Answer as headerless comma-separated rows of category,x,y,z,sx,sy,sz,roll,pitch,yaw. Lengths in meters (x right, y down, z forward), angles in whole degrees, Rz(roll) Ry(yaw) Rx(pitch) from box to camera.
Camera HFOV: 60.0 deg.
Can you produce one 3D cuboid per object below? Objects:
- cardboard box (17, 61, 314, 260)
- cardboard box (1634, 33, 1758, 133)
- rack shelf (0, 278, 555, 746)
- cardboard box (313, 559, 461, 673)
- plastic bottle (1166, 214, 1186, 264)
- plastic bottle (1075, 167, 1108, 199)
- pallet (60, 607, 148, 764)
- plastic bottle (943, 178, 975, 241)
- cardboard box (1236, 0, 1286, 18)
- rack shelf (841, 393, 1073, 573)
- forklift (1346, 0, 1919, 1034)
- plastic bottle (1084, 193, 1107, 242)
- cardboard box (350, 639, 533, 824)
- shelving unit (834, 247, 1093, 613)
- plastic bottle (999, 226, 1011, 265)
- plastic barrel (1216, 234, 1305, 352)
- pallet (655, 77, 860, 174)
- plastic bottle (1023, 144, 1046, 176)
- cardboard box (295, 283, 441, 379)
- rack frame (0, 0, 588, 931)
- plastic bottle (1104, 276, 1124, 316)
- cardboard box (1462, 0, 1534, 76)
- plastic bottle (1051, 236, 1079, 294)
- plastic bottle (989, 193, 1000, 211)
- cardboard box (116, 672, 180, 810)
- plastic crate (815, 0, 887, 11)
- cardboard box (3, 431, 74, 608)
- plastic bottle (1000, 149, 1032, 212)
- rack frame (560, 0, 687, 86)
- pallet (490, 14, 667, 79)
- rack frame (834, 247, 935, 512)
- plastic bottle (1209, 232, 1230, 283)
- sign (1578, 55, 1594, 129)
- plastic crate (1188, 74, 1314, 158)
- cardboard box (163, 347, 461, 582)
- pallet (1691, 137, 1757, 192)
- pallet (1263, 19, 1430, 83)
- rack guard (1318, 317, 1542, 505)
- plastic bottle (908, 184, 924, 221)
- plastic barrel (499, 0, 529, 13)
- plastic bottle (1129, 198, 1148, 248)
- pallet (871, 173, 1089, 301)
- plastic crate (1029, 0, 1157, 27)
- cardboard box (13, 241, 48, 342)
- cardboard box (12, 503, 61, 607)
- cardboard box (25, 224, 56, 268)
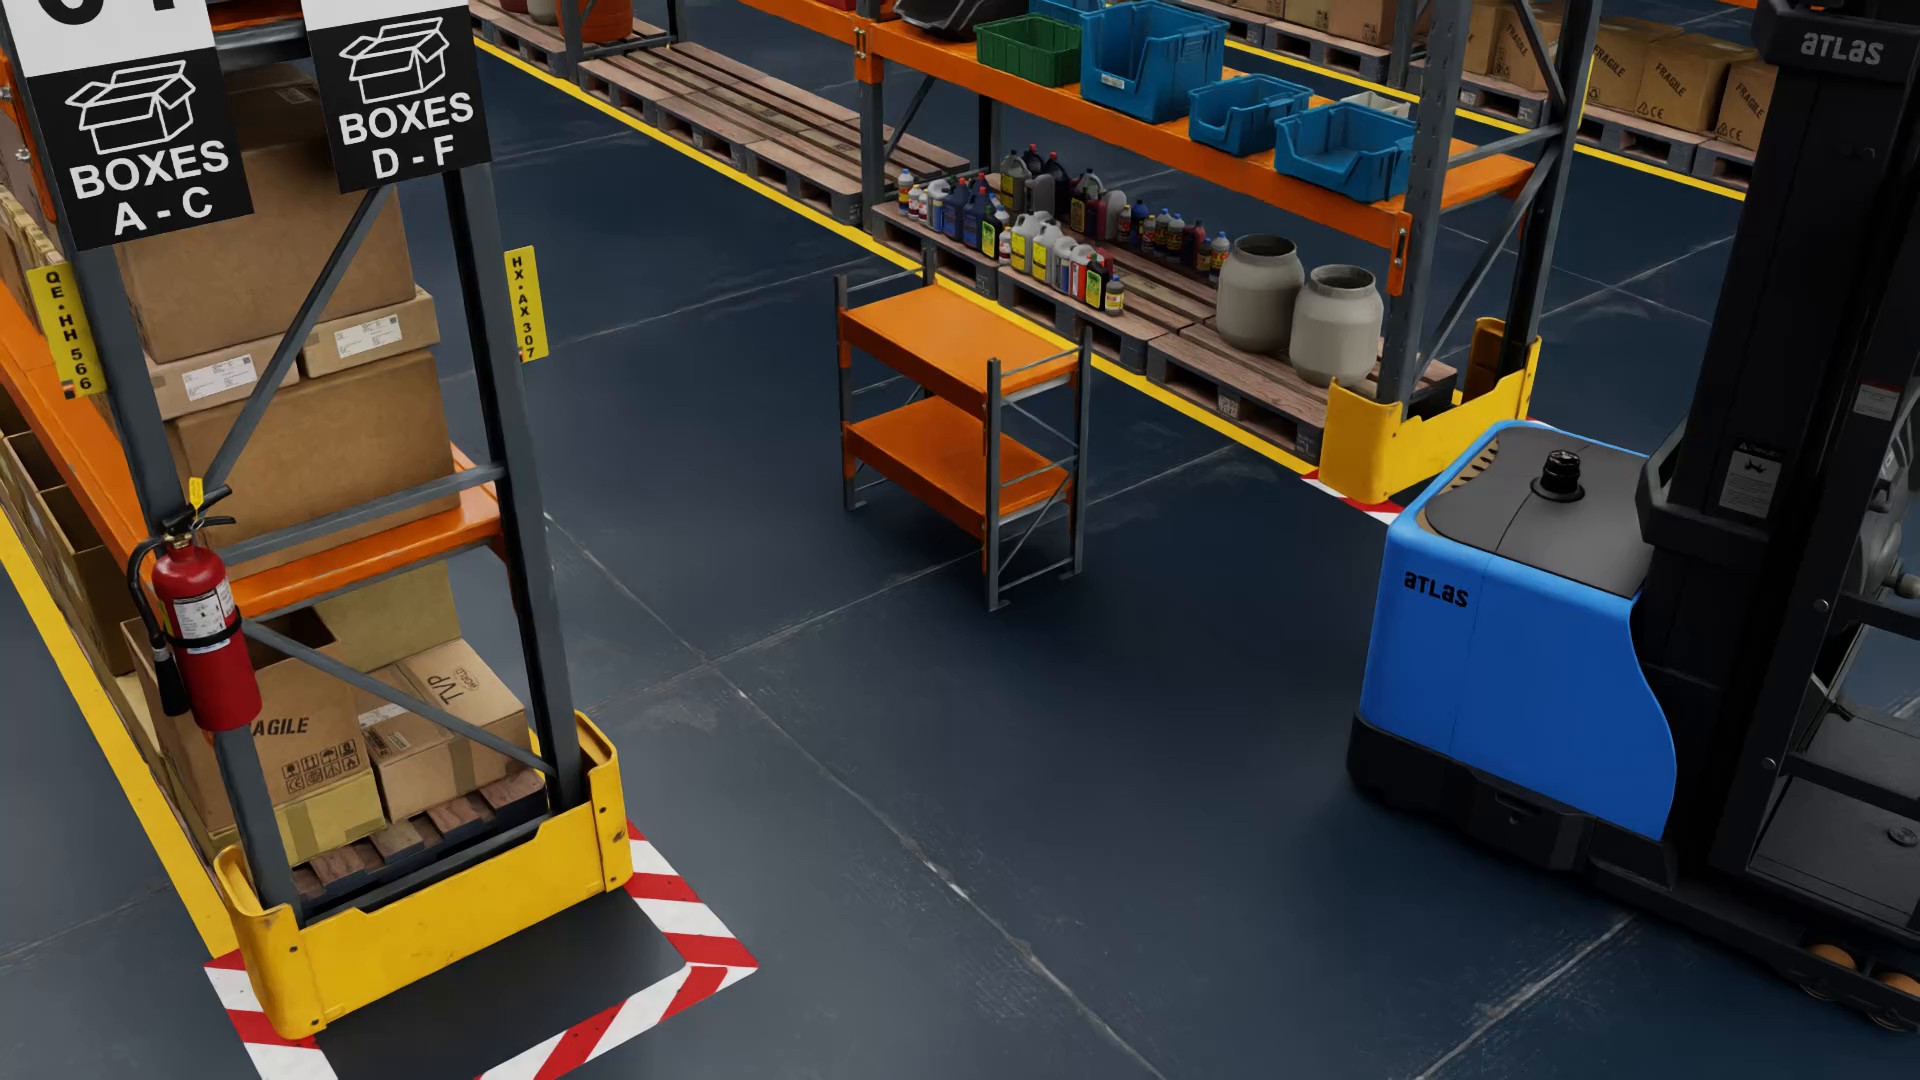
cardboard box,-2.268,-1.093,4.843,0.700,0.500,0.500,-23,39,-33
cardboard box,5.063,-3.152,11.454,0.500,0.500,0.500,-19,36,-27
rack shelf,-2.859,-0.590,6.038,1.077,0.370,4.000,-22,38,-31
cardboard box,-2.094,0.106,5.733,0.500,0.500,0.500,-22,38,-31
plastic bottle,1.207,-1.690,9.297,0.097,0.271,0.097,0,32,0
plastic bottle,0.768,-2.002,9.723,0.144,0.351,0.185,-23,38,-32
pallet,-2.879,0.310,6.551,1.003,0.211,1.213,-22,38,-31
plastic bottle,-0.003,-1.921,9.593,0.144,0.351,0.185,-21,38,-30
cardboard box,2.761,-4.758,14.020,0.700,0.500,0.500,-26,40,-35
rack shelf,-0.004,-0.273,7.087,0.538,0.278,1.000,-22,38,-31
forklift,2.838,-0.116,4.658,3.031,2.935,1.130,22,38,31
plastic bottle,0.781,-1.869,9.574,0.061,0.283,0.133,-22,38,-31
cardboard box,-1.786,0.633,5.596,0.500,0.250,0.500,-22,38,-31
shelving unit,-0.004,-0.481,6.958,0.538,1.125,1.048,-22,38,-31
plastic bottle,0.268,-1.653,9.304,0.097,0.201,0.097,0,32,0
plastic barrel,1.511,-1.243,8.368,0.421,0.512,0.421,0,32,0
pallet,-1.435,-2.969,11.830,1.003,0.211,1.213,-22,38,-31
plastic bottle,0.452,-2.216,10.069,0.144,0.351,0.185,-23,39,-33
cardboard box,-1.703,-0.613,4.684,0.380,0.149,0.250,-23,38,-32
rack frame,-1.633,-0.062,4.506,1.000,3.000,0.127,-22,38,-31
plastic bottle,0.810,-1.284,8.710,0.097,0.201,0.097,0,32,0
cardboard box,3.956,-3.869,12.608,0.500,0.500,0.500,-24,39,-33
plastic bottle,0.592,-1.488,8.967,0.152,0.276,0.135,-23,39,-33
plastic bottle,0.181,-1.866,9.580,0.097,0.271,0.097,0,32,0
cardboard box,-2.511,0.596,5.656,0.500,0.250,0.500,-22,38,-31
plastic crate,-0.709,-3.460,9.917,0.402,0.464,0.583,-22,38,-31
cardboard box,-3.127,-0.139,6.127,0.500,0.500,0.500,-22,38,-31
plastic bottle,0.338,-2.169,9.994,0.144,0.351,0.185,-22,38,-31
rack frame,-2.623,-4.997,12.452,1.000,3.000,0.127,-22,38,-31
pallet,-3.140,-4.127,13.695,1.003,0.211,1.213,-22,38,-31
rack frame,-0.316,-0.693,7.299,0.500,1.125,0.032,-22,38,-31
plastic bottle,1.417,-1.547,9.067,0.097,0.271,0.097,0,32,0
sign,2.720,-1.956,7.295,0.100,0.325,0.005,-22,38,-31
plastic crate,1.345,-1.984,7.742,0.499,0.251,0.408,-22,38,-31
cardboard box,-1.909,-0.303,4.800,0.700,0.500,0.500,-22,38,-31
pallet,5.678,-2.462,11.014,1.003,0.211,1.213,-22,38,-31
pallet,3.263,-4.072,13.605,1.003,0.211,1.213,-22,38,-31
rack guard,2.199,-0.617,7.770,1.175,0.500,0.348,-22,38,-31
plastic bottle,-0.259,-2.011,9.880,0.097,0.201,0.097,0,32,0
plastic barrel,-3.629,-4.820,14.055,0.600,0.588,0.708,-22,38,-31
plastic bottle,1.021,-1.816,9.500,0.097,0.271,0.097,0,32,0
pallet,0.208,-1.852,10.031,1.003,0.211,1.213,-22,38,-31
plastic crate,0.723,-2.893,9.206,0.499,0.251,0.616,-22,38,-31
cardboard box,-2.860,-0.947,5.837,0.700,0.500,0.500,-21,38,-30
cardboard box,-3.435,-0.028,6.659,0.500,0.250,0.500,-22,38,-31
cardboard box,-2.650,-0.907,5.158,0.380,0.149,0.250,-21,38,-30
